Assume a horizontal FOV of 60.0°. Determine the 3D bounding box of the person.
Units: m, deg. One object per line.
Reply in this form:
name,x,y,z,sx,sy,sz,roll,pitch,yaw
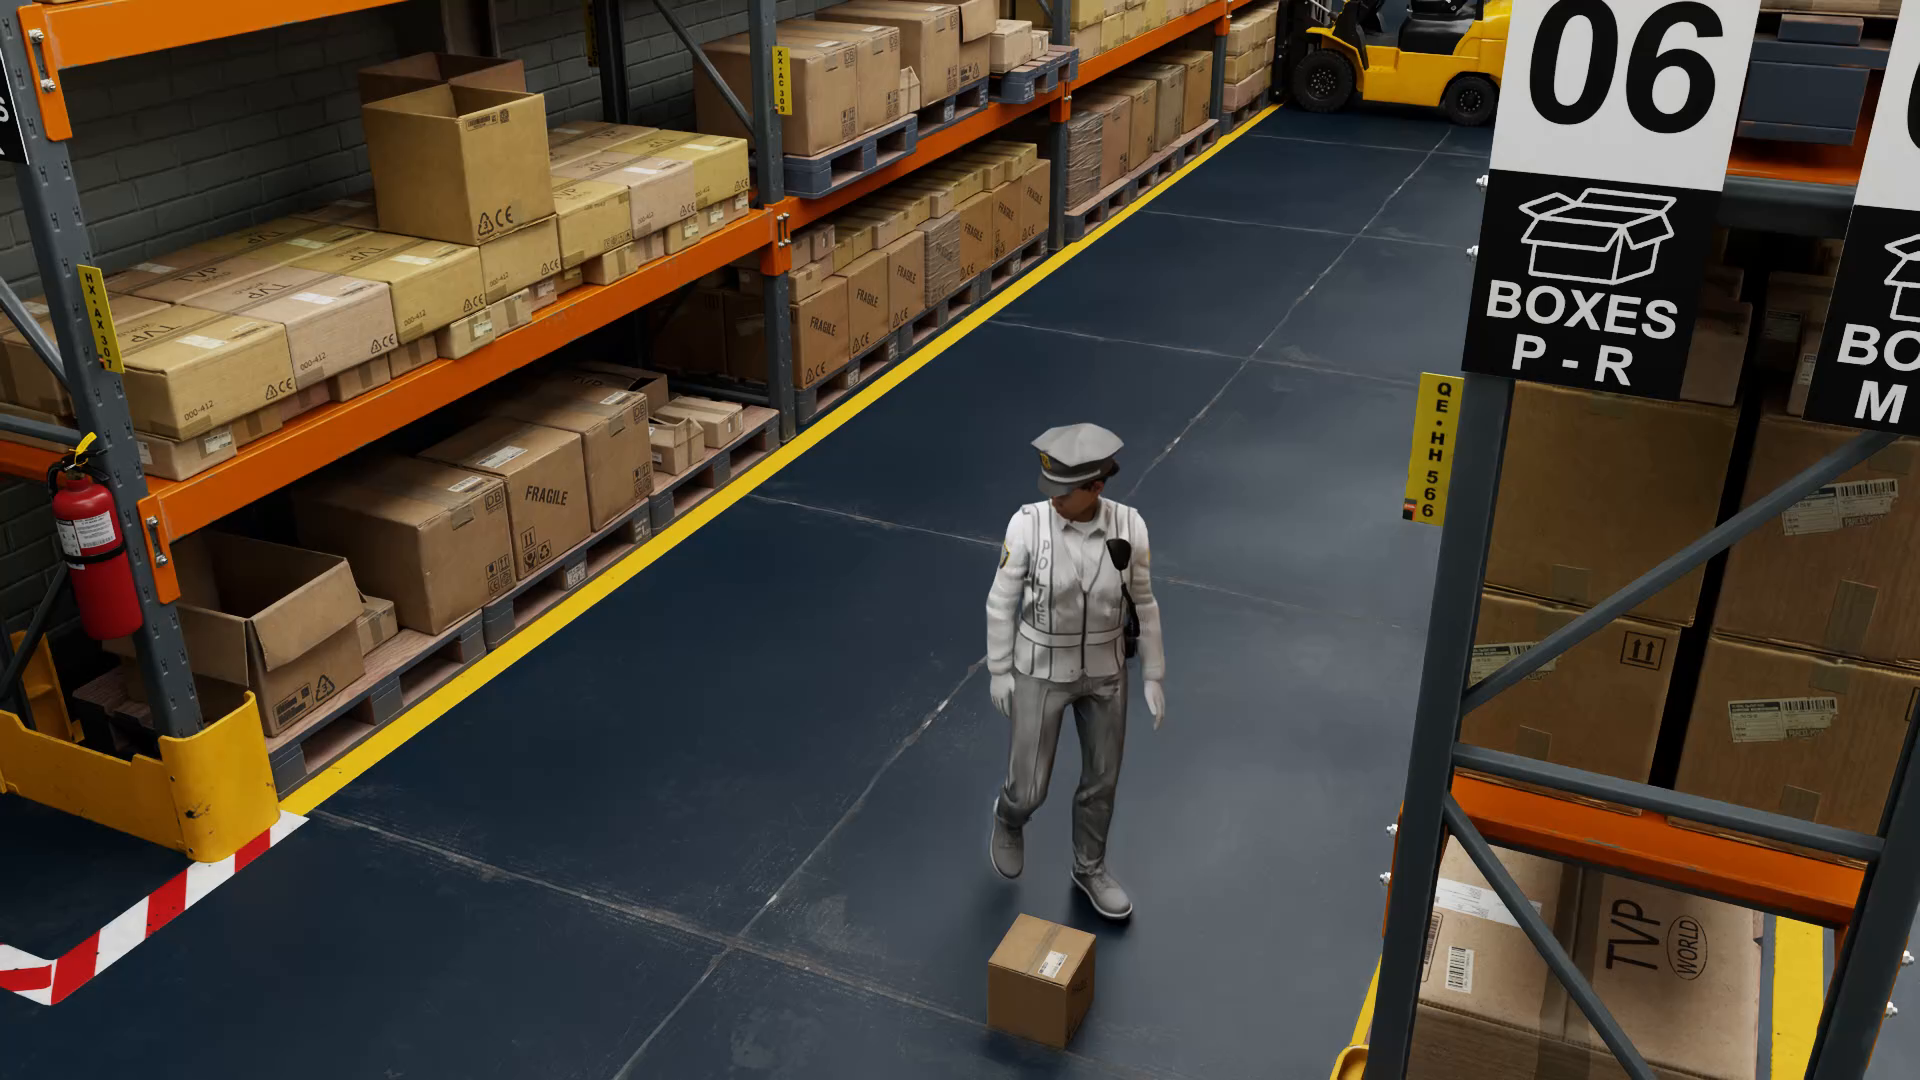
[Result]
person,0.353,0.416,5.223,0.537,1.664,0.466,-6,27,-13
